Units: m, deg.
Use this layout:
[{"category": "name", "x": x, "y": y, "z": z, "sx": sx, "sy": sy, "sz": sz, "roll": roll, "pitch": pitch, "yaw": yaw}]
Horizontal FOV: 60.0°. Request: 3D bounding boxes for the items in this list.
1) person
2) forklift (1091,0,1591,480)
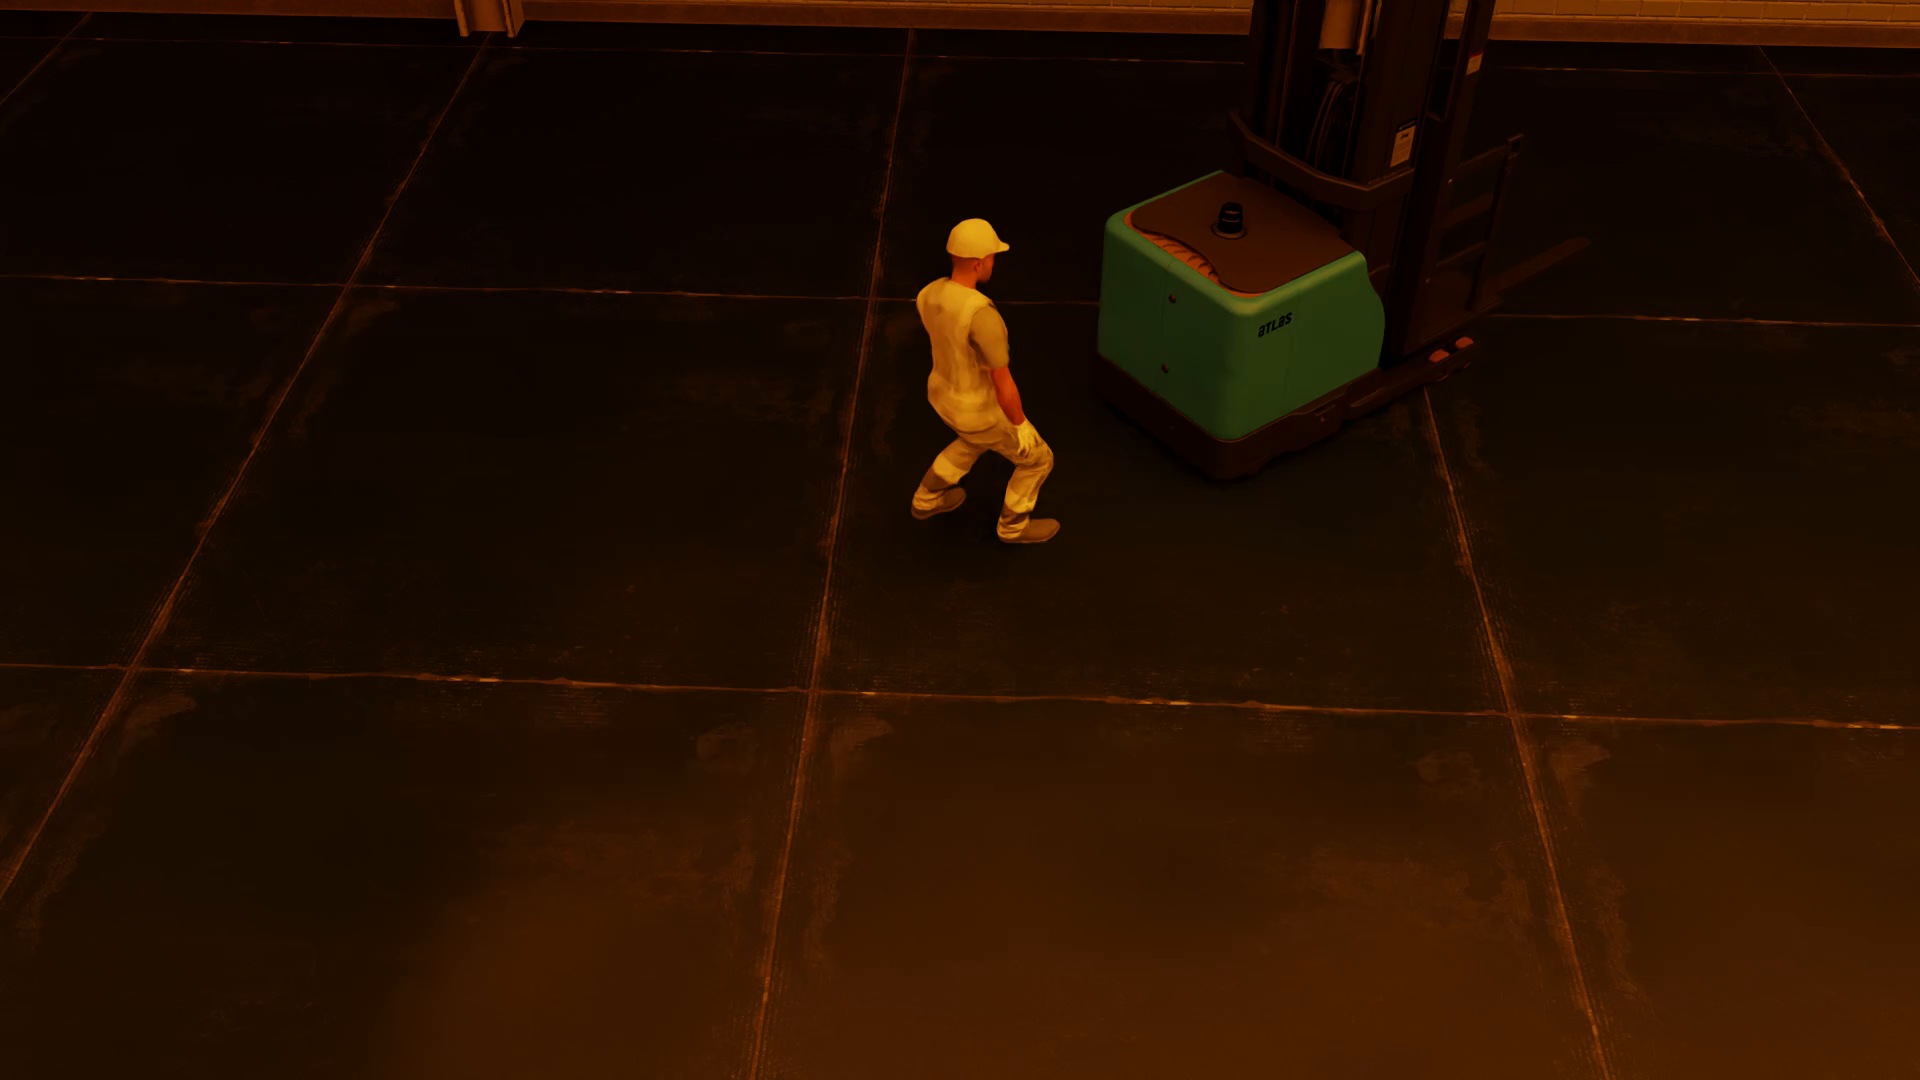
[{"category": "person", "x": 0.095, "y": -0.696, "z": 7.484, "sx": 0.540, "sy": 1.685, "sz": 0.941, "roll": -24, "pitch": 48, "yaw": -24}, {"category": "forklift", "x": 2.172, "y": -2.186, "z": 8.137, "sx": 3.031, "sy": 2.935, "sz": 1.130, "roll": -27, "pitch": 49, "yaw": -26}]
